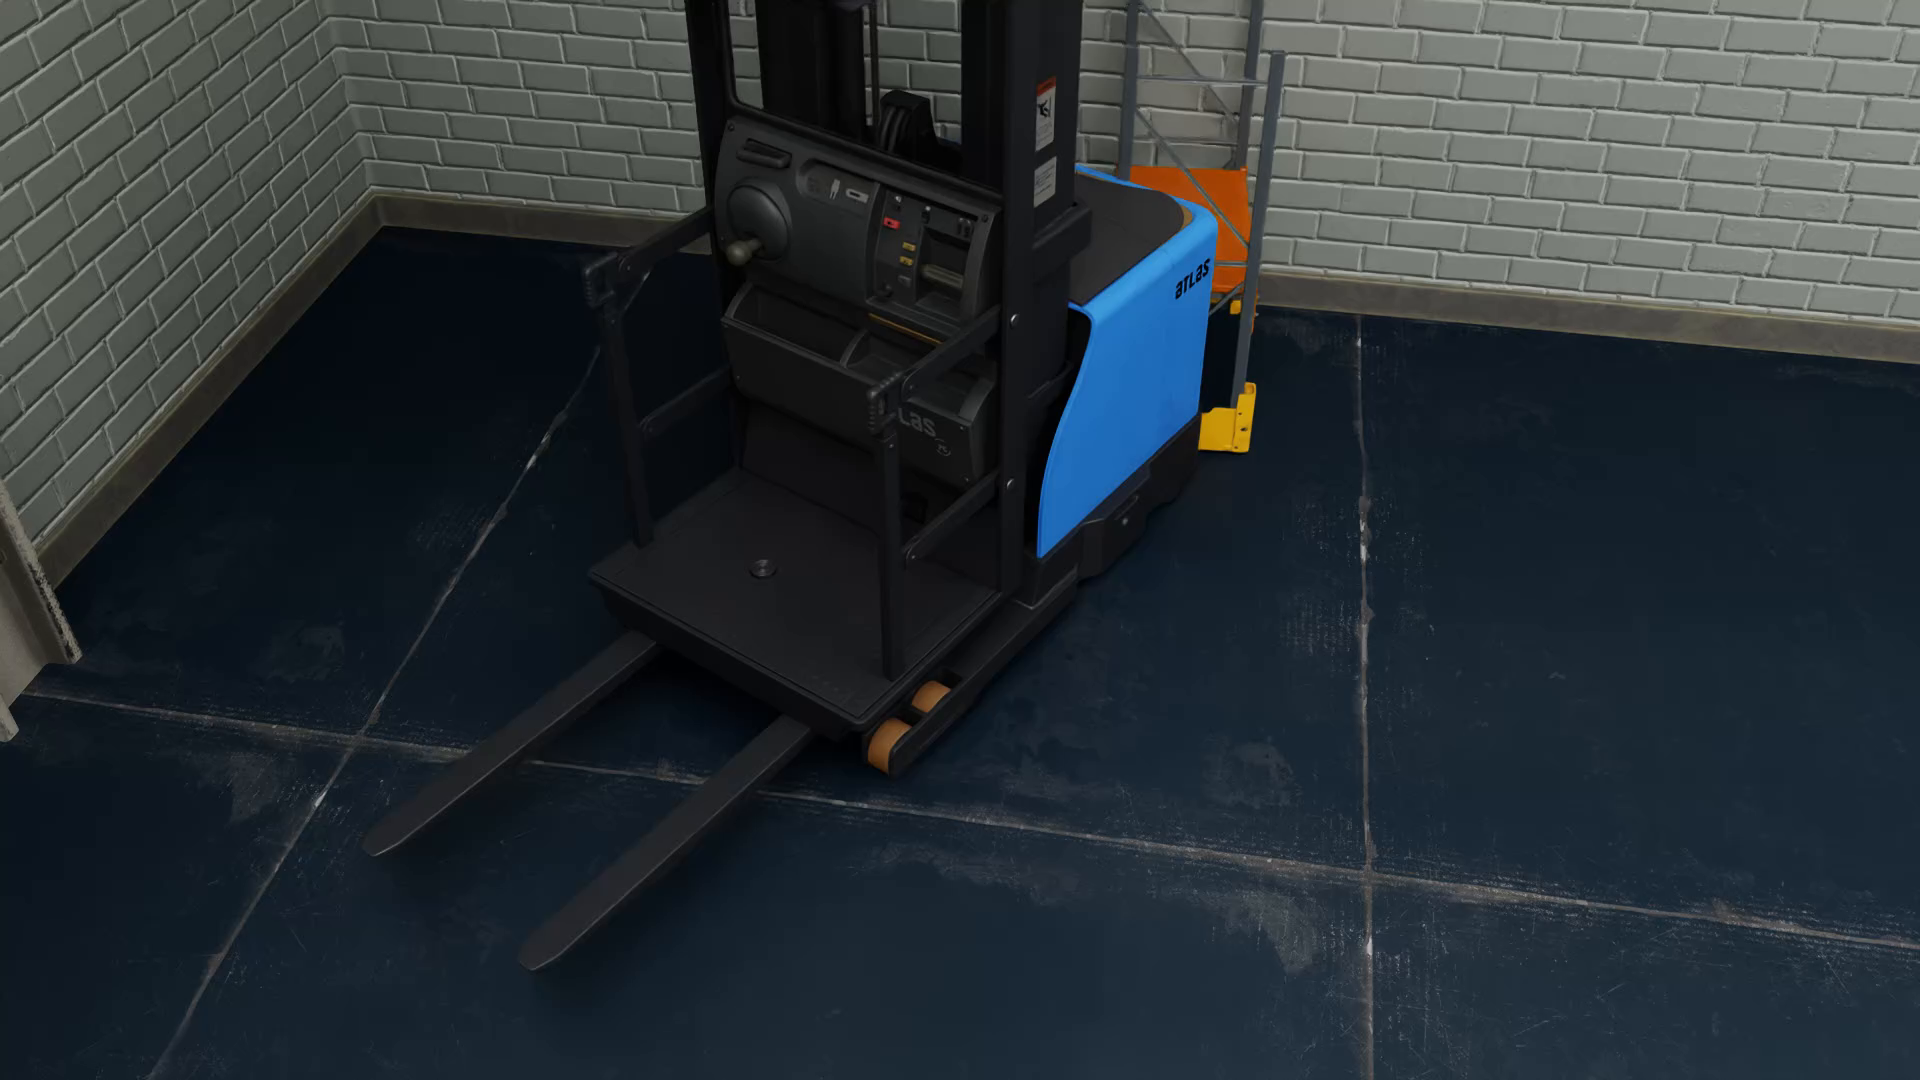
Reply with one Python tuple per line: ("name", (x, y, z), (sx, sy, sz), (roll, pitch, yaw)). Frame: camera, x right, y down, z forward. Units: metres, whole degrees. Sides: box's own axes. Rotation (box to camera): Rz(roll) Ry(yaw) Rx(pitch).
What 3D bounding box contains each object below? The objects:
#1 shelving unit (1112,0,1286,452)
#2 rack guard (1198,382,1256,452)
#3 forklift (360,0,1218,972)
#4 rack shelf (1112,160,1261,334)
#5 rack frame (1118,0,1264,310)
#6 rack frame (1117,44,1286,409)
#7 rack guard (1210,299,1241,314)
("shelving unit", (0.823, -1.260, 6.098), (0.587, 1.500, 1.083), (4, 37, 5))
("rack guard", (0.773, -0.463, 6.082), (0.587, 0.250, 0.087), (4, 37, 5))
("forklift", (-0.429, -0.792, 4.408), (1.130, 2.935, 3.031), (25, 46, 27))
("rack shelf", (0.822, -1.111, 6.200), (0.538, 0.185, 1.000), (4, 37, 5))
("rack frame", (0.873, -1.561, 6.494), (0.500, 1.500, 0.032), (4, 37, 5))
("rack frame", (0.772, -0.949, 5.688), (0.500, 1.500, 0.032), (4, 37, 5))
("rack guard", (0.872, -1.062, 6.871), (0.587, 0.250, 0.087), (4, 37, 5))
